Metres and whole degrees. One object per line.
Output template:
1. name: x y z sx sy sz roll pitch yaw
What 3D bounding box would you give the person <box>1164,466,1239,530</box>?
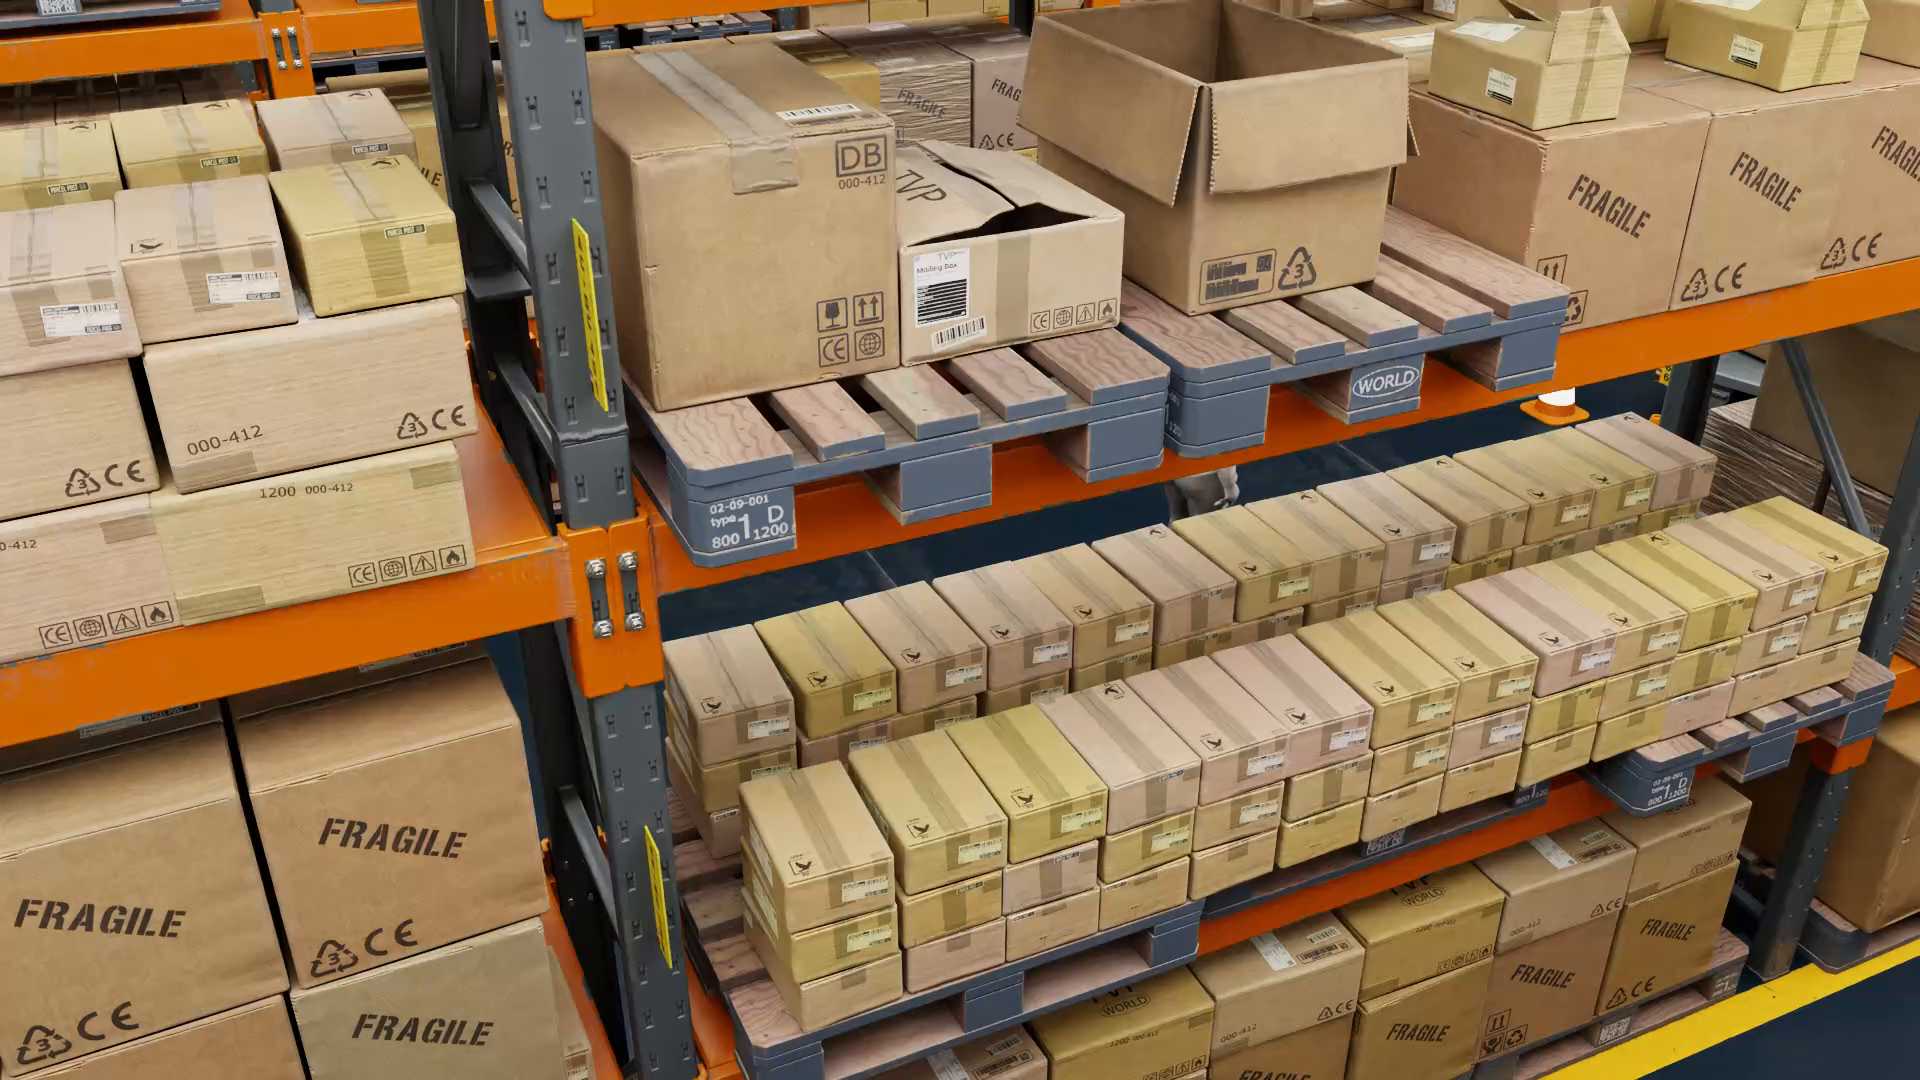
1. person: 1.103 -0.343 7.728 0.371 1.663 0.530 -13 32 -22
